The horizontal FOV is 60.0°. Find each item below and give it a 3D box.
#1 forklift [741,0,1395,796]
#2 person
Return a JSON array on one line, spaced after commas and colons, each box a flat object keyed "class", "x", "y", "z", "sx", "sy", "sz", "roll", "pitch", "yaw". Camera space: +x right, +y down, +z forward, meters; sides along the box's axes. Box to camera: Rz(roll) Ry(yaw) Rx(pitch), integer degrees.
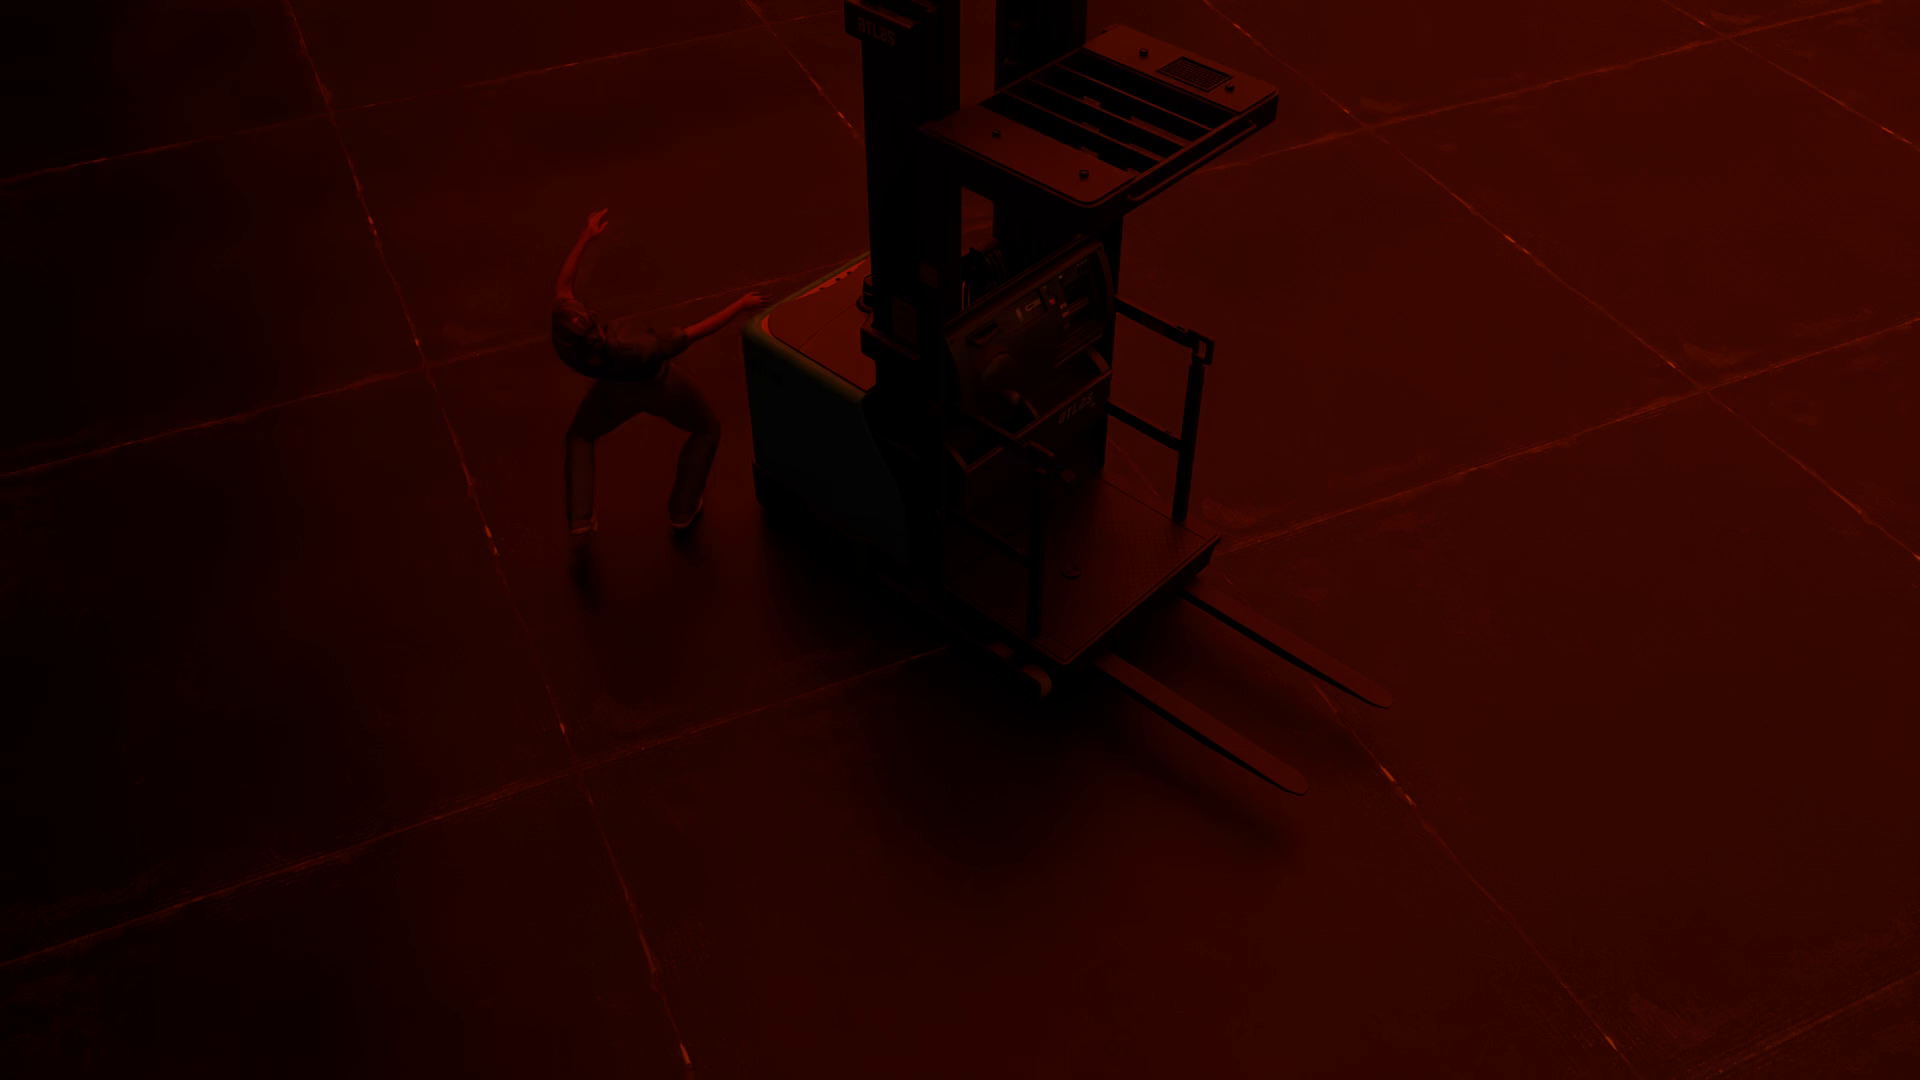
[{"class": "forklift", "x": 0.445, "y": -0.788, "z": 6.525, "sx": 3.031, "sy": 2.935, "sz": 1.130, "roll": 32, "pitch": 52, "yaw": 30}, {"class": "person", "x": -1.327, "y": -0.673, "z": 7.433, "sx": 1.017, "sy": 1.490, "sz": 0.679, "roll": -4, "pitch": 43, "yaw": -4}]
